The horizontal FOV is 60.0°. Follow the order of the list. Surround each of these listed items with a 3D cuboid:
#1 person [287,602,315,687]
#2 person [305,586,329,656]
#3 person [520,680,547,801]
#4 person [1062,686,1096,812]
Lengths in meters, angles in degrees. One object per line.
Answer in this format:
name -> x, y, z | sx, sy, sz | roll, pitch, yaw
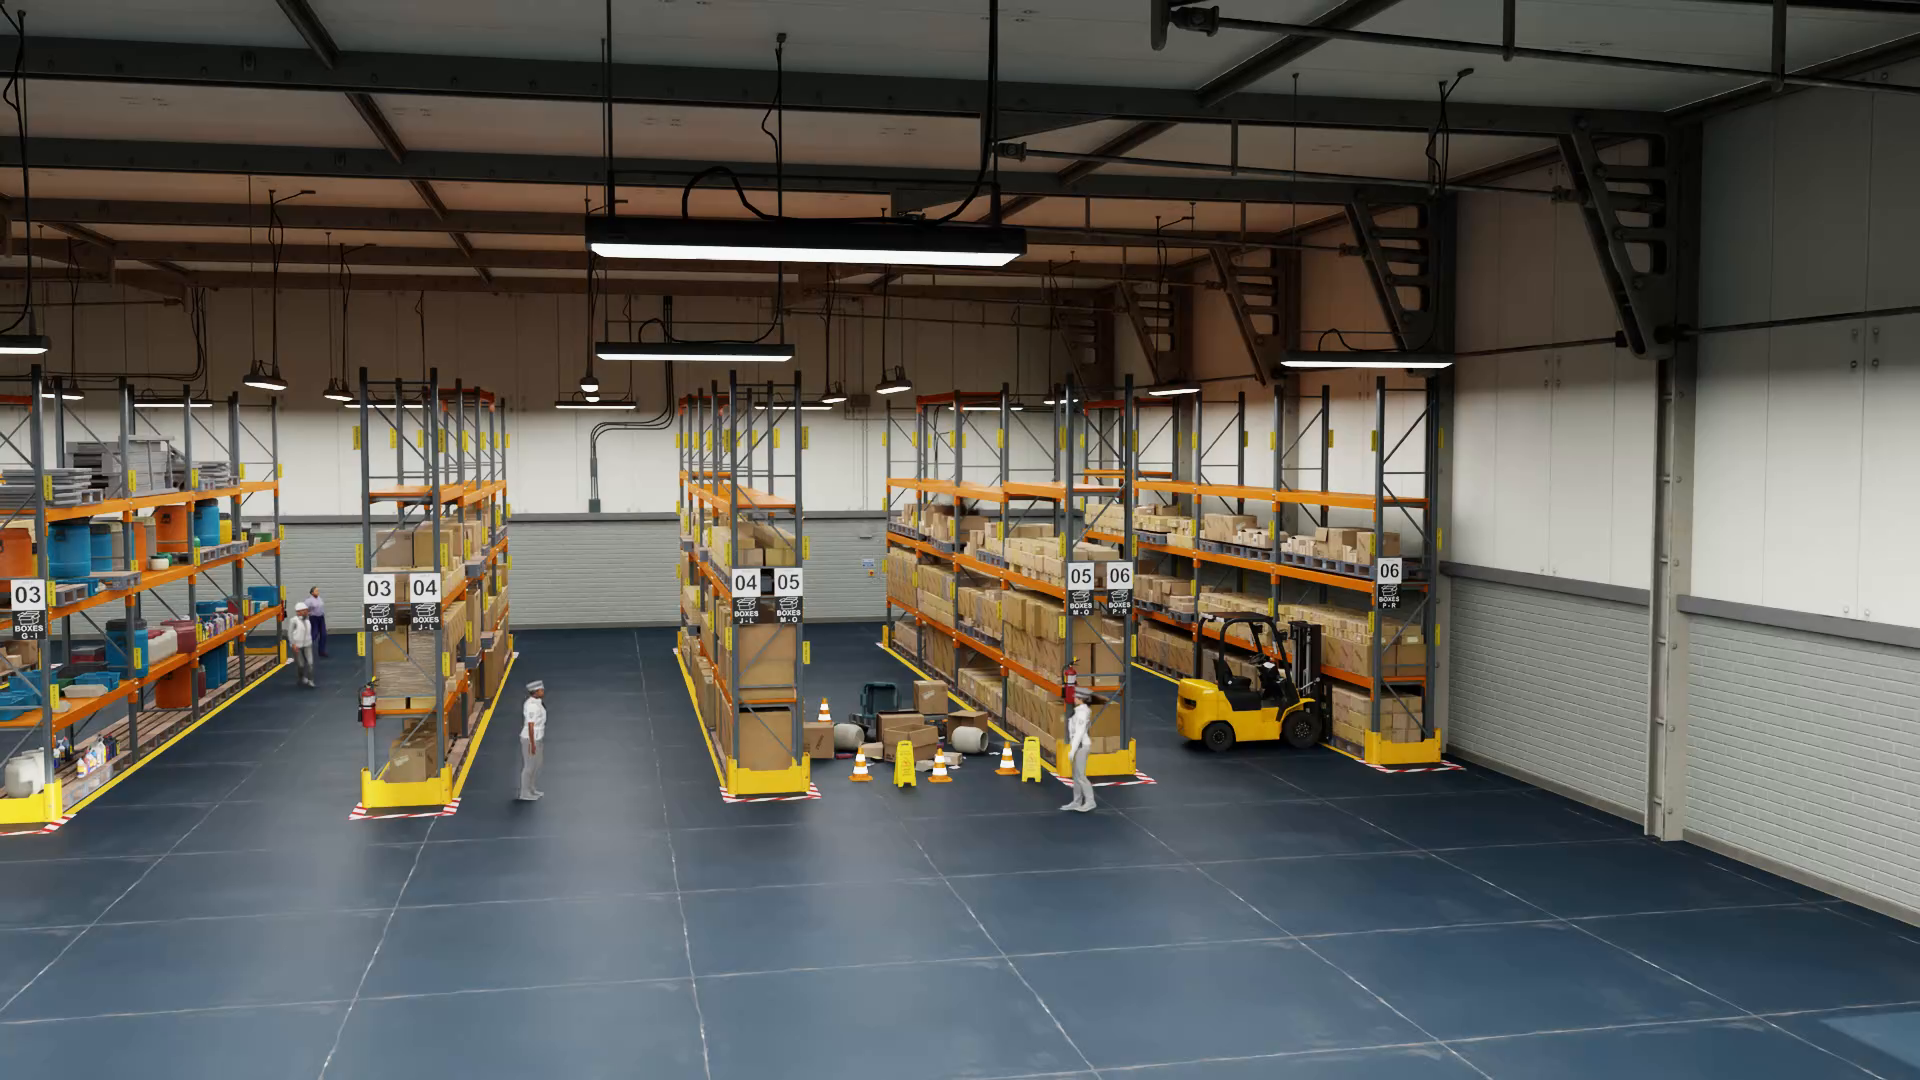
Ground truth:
person -> -13.390, 2.117, 33.686 | 0.542, 1.724, 0.676 | -2, 4, -35
person -> -14.950, 1.884, 38.509 | 0.551, 1.634, 0.513 | 2, 4, 28
person -> -5.958, 2.787, 23.214 | 0.383, 1.679, 0.584 | 0, 3, -2
person -> 1.612, 2.824, 22.481 | 0.445, 1.697, 0.574 | 0, 3, -5
